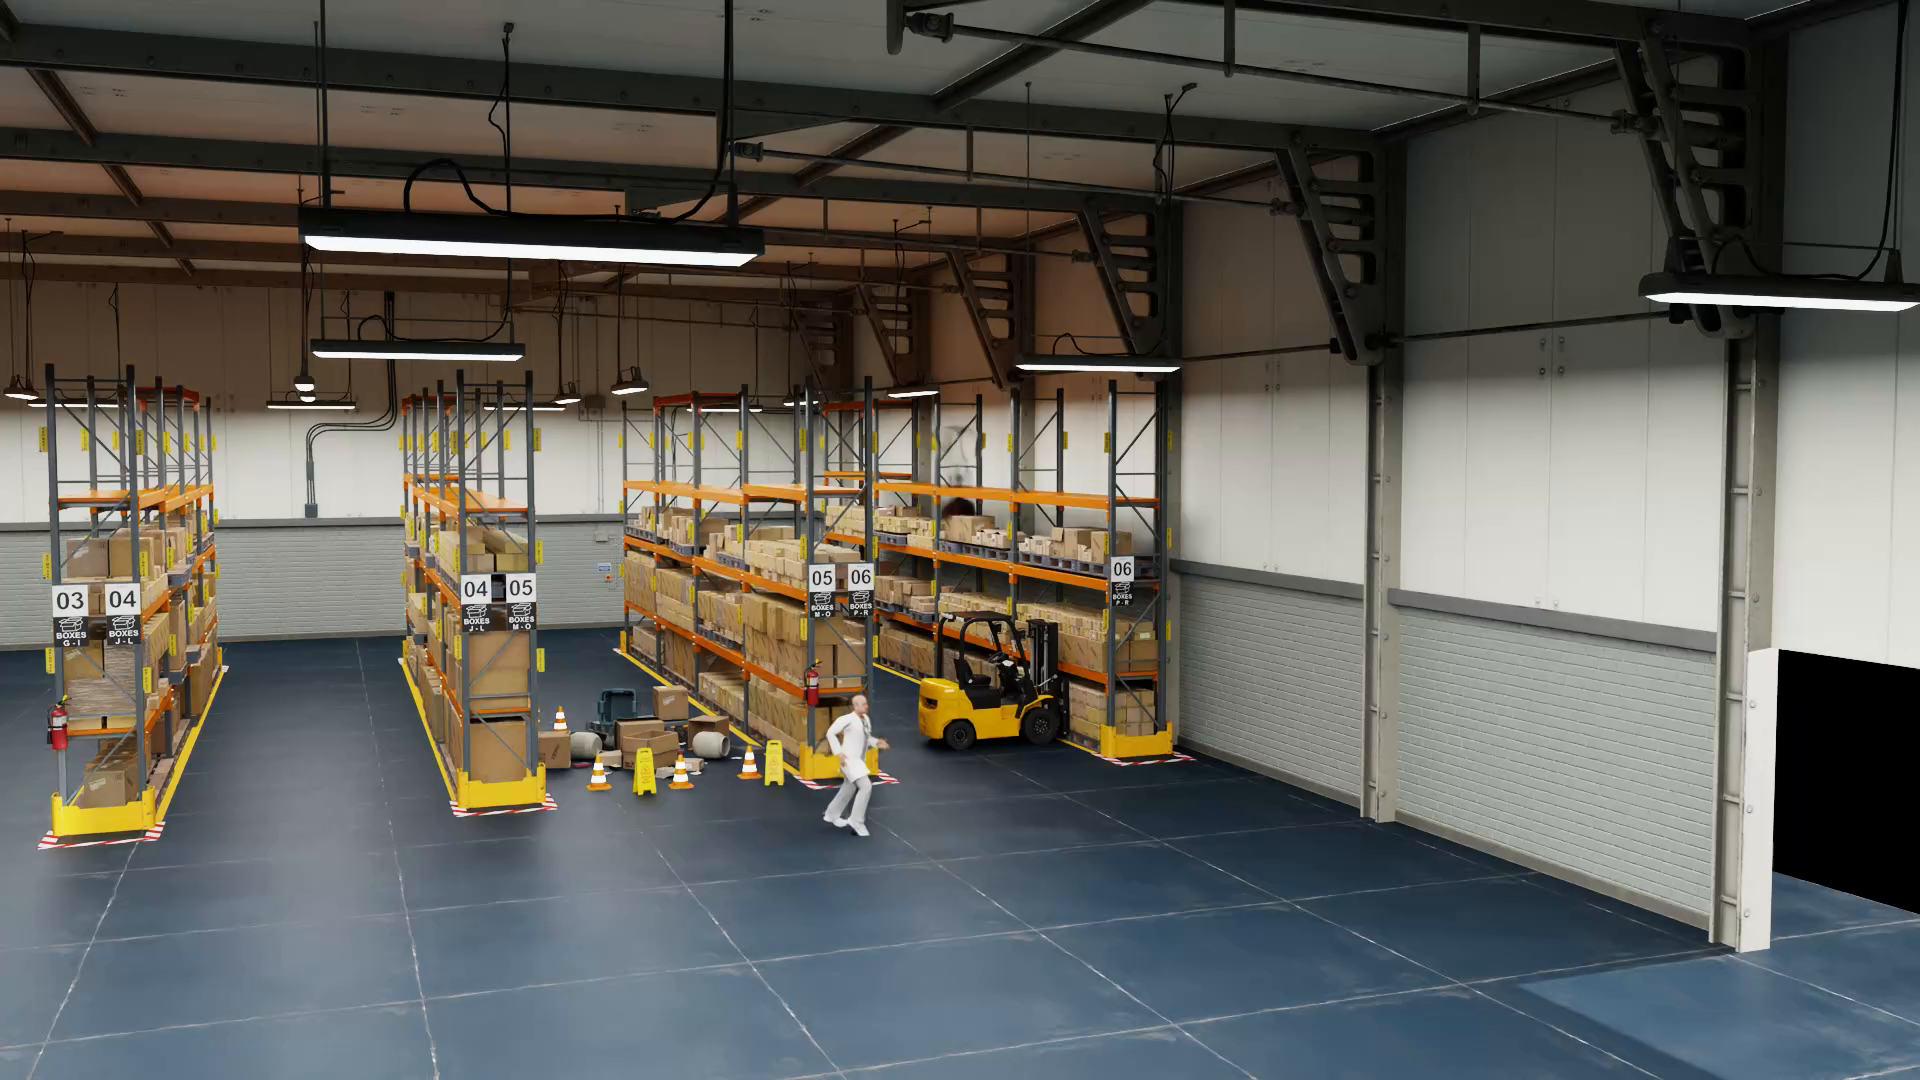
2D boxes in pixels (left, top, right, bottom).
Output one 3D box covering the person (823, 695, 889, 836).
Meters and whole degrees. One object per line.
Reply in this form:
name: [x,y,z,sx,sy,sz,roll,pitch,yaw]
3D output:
person: [-1.364,2.895,21.356,0.936,1.830,0.616,1,4,22]
